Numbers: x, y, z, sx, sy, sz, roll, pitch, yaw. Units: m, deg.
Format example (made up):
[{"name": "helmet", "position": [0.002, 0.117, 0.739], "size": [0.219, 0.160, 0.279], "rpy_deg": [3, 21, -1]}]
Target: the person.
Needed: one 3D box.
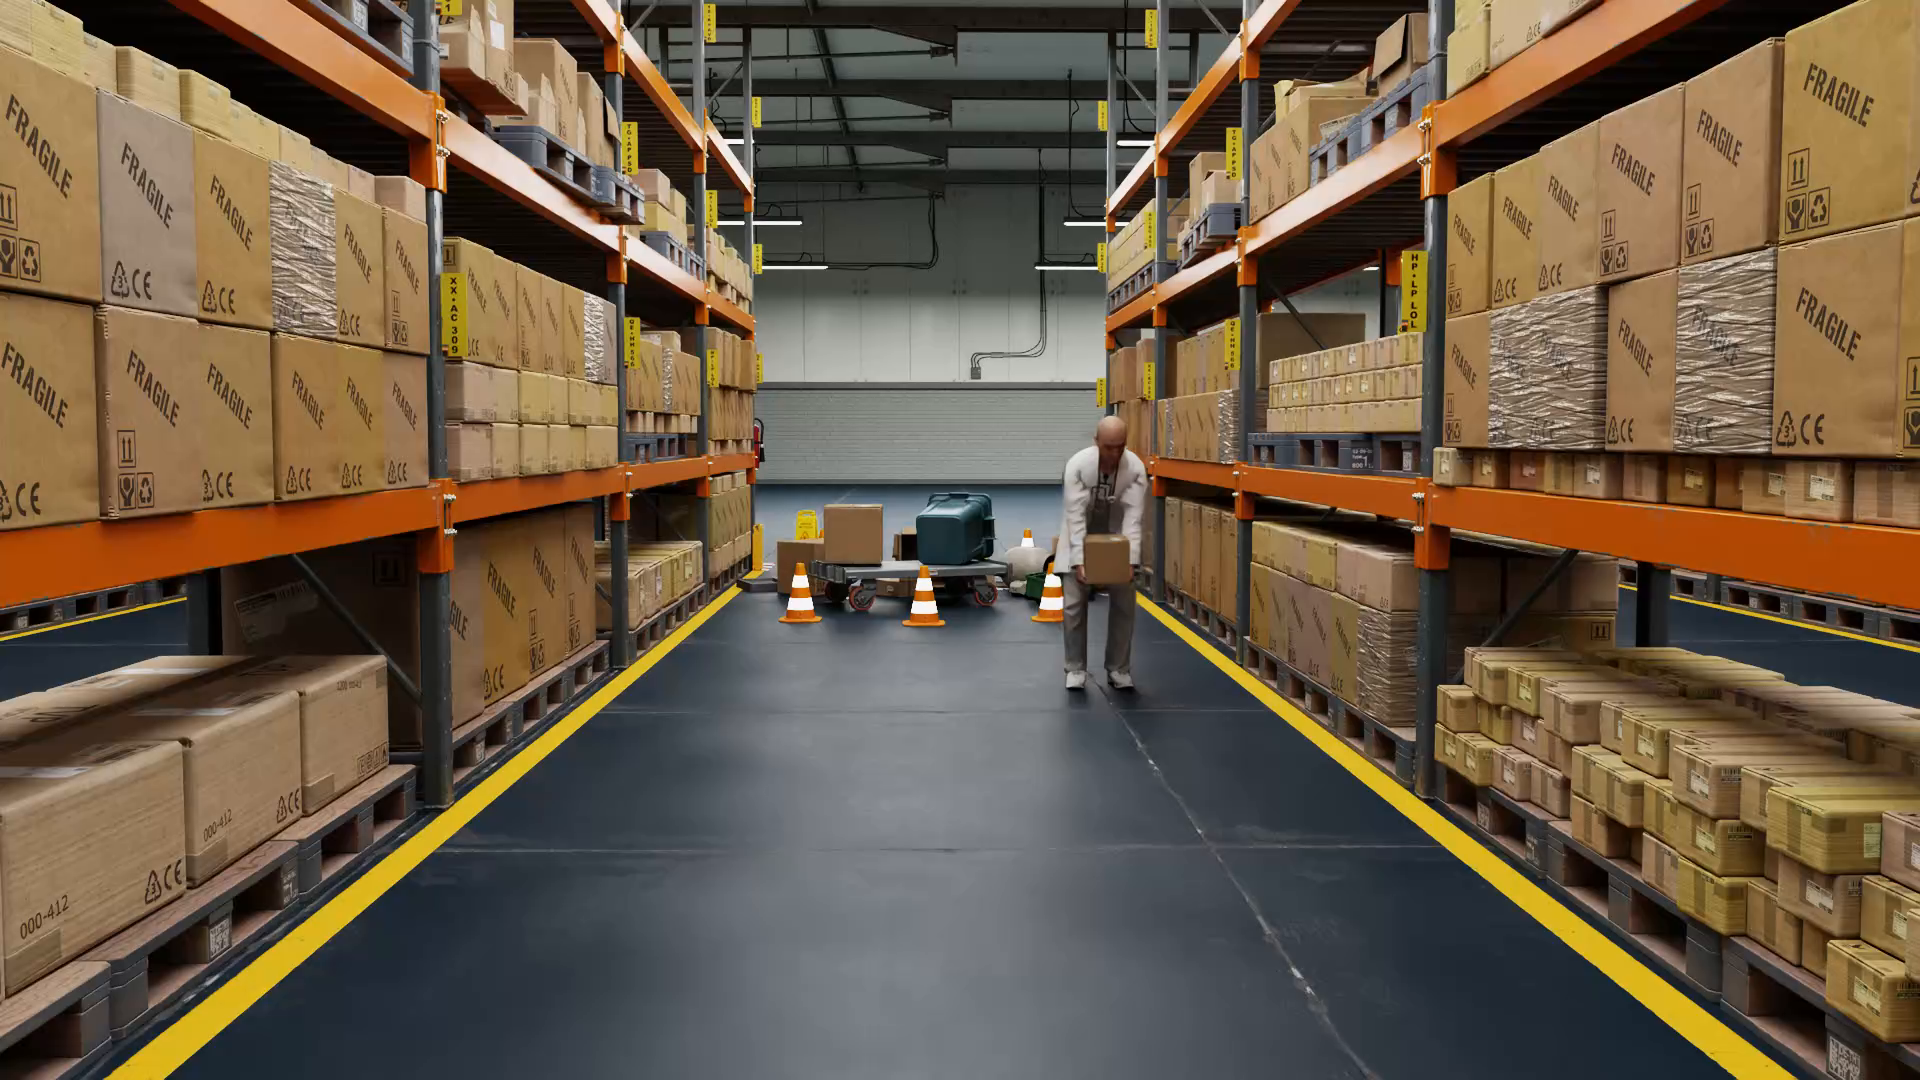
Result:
[{"name": "person", "position": [0.828, 0.083, 9.765], "size": [0.549, 1.608, 0.717], "rpy_deg": [0, 4, -3]}]
